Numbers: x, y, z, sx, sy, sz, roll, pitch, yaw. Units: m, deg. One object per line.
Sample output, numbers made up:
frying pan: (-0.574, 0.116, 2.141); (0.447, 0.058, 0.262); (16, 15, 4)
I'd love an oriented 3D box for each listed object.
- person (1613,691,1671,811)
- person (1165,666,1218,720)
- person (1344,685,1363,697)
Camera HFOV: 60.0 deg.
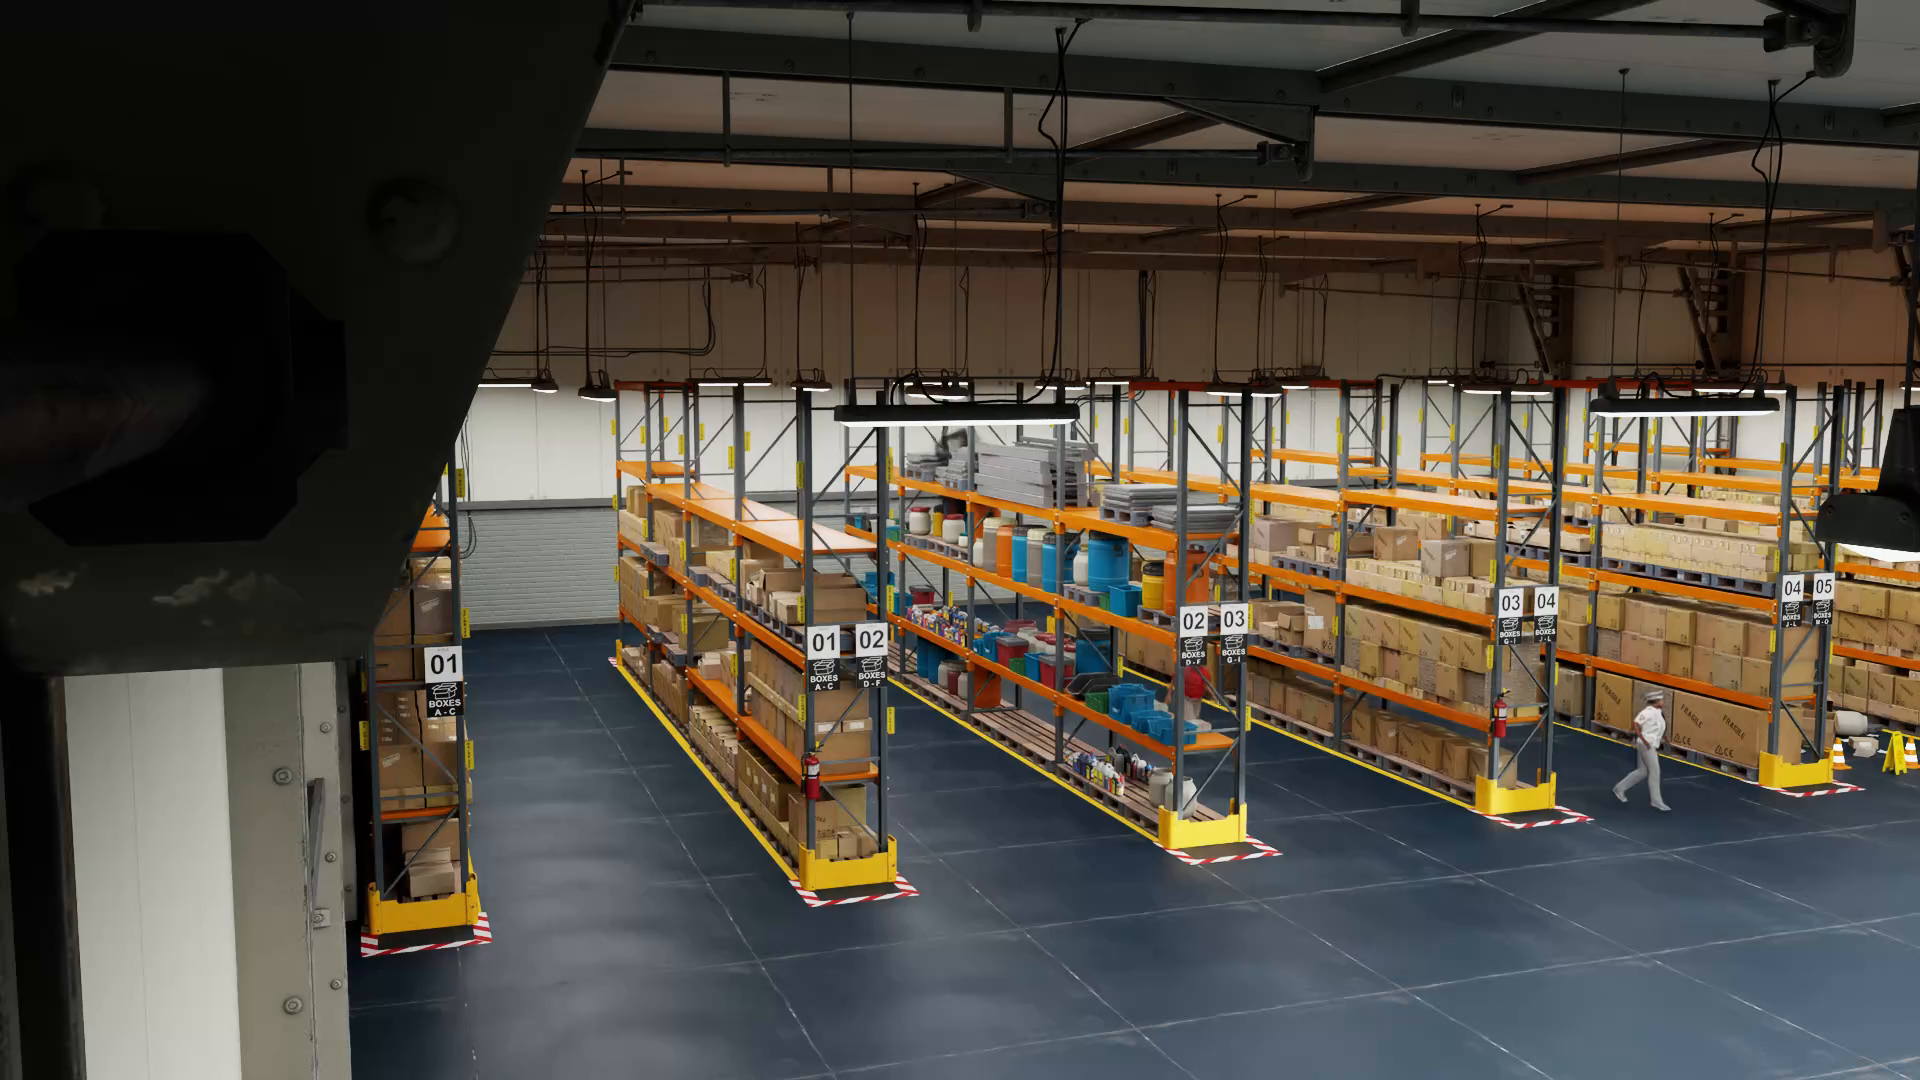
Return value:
person: (9.899, 2.986, 23.959); (0.846, 1.604, 0.728); (4, 7, 35)
person: (3.789, 2.637, 26.947); (0.649, 1.670, 0.812); (-3, 7, -27)
person: (7.489, 2.276, 31.257); (0.691, 1.559, 1.239); (-1, 6, -10)
